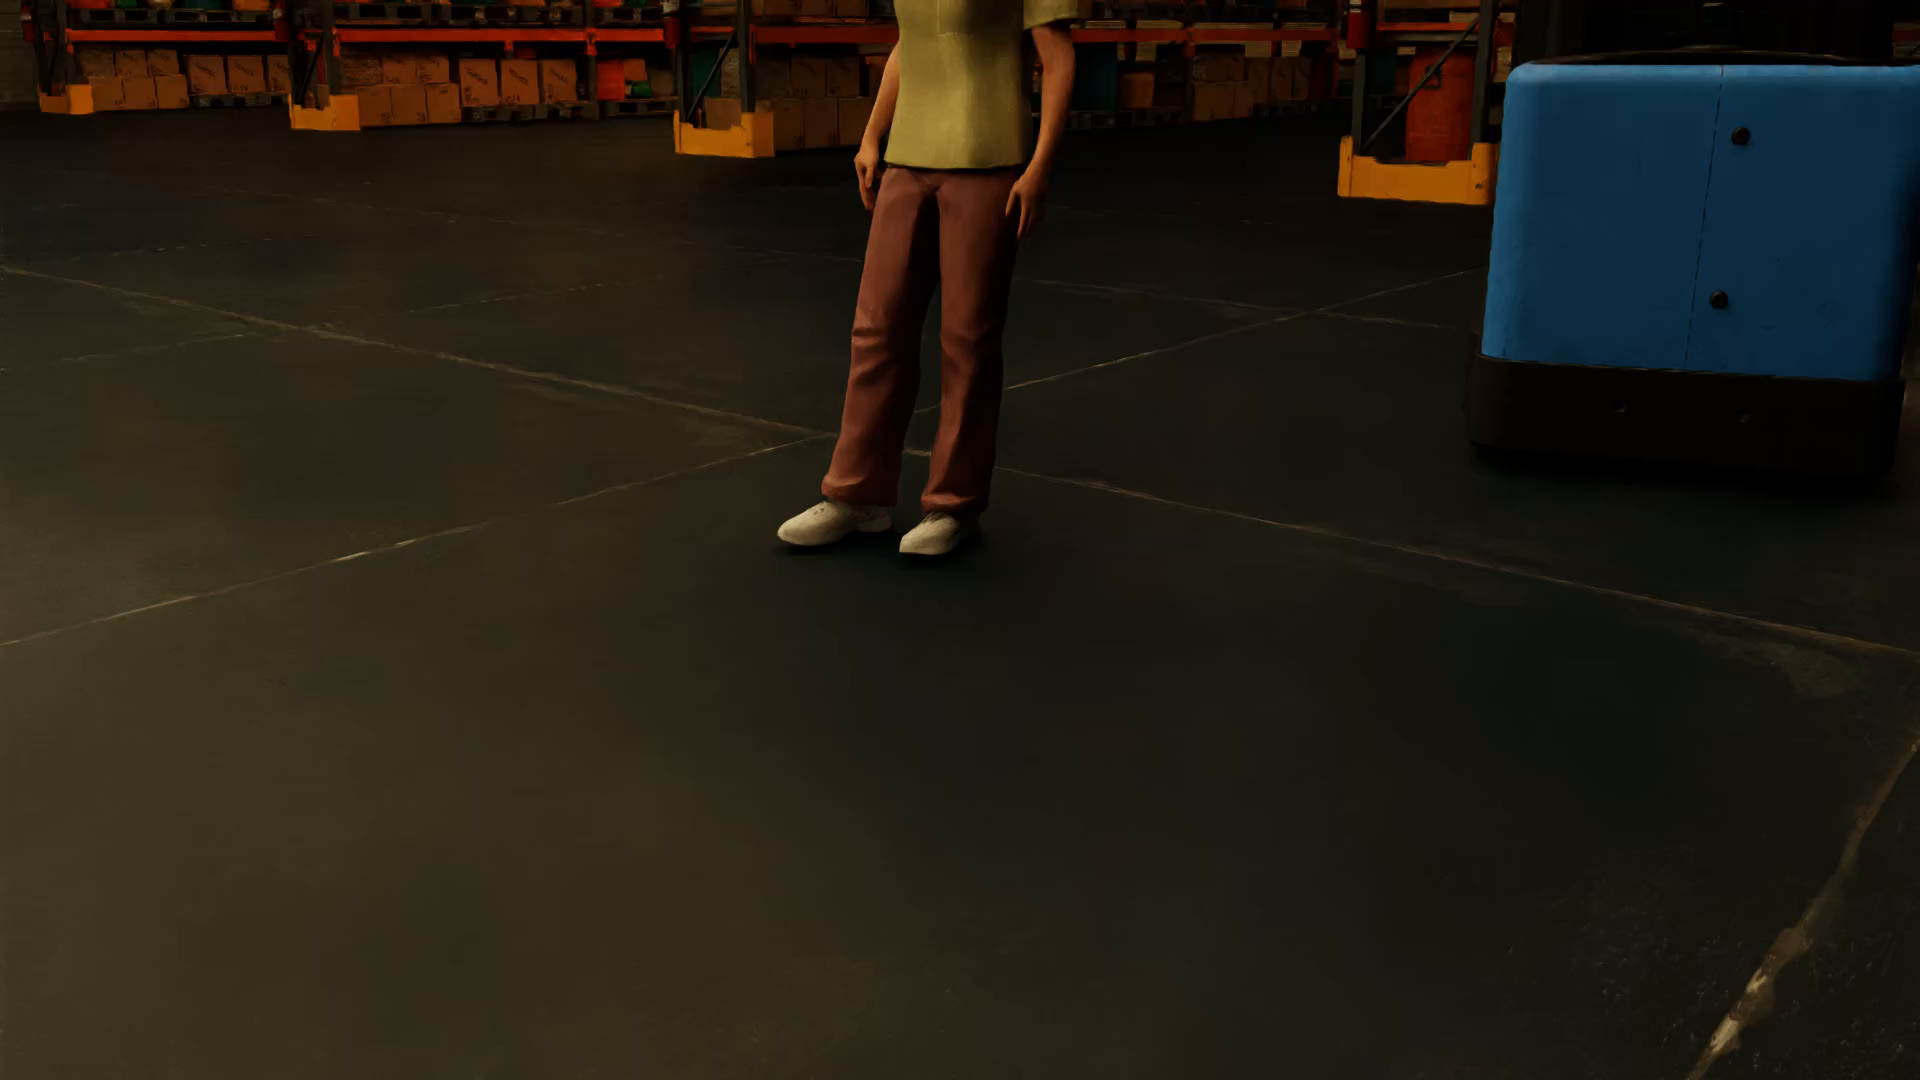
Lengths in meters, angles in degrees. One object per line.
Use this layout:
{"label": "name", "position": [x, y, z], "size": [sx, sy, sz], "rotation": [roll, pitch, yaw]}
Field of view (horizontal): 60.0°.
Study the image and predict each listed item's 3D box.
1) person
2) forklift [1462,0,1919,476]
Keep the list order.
{"label": "person", "position": [-0.055, -0.794, 3.648], "size": [0.554, 1.674, 0.548], "rotation": [13, 21, 37]}
{"label": "forklift", "position": [2.382, -1.955, 5.334], "size": [1.130, 2.935, 3.031], "rotation": [6, 18, 19]}
